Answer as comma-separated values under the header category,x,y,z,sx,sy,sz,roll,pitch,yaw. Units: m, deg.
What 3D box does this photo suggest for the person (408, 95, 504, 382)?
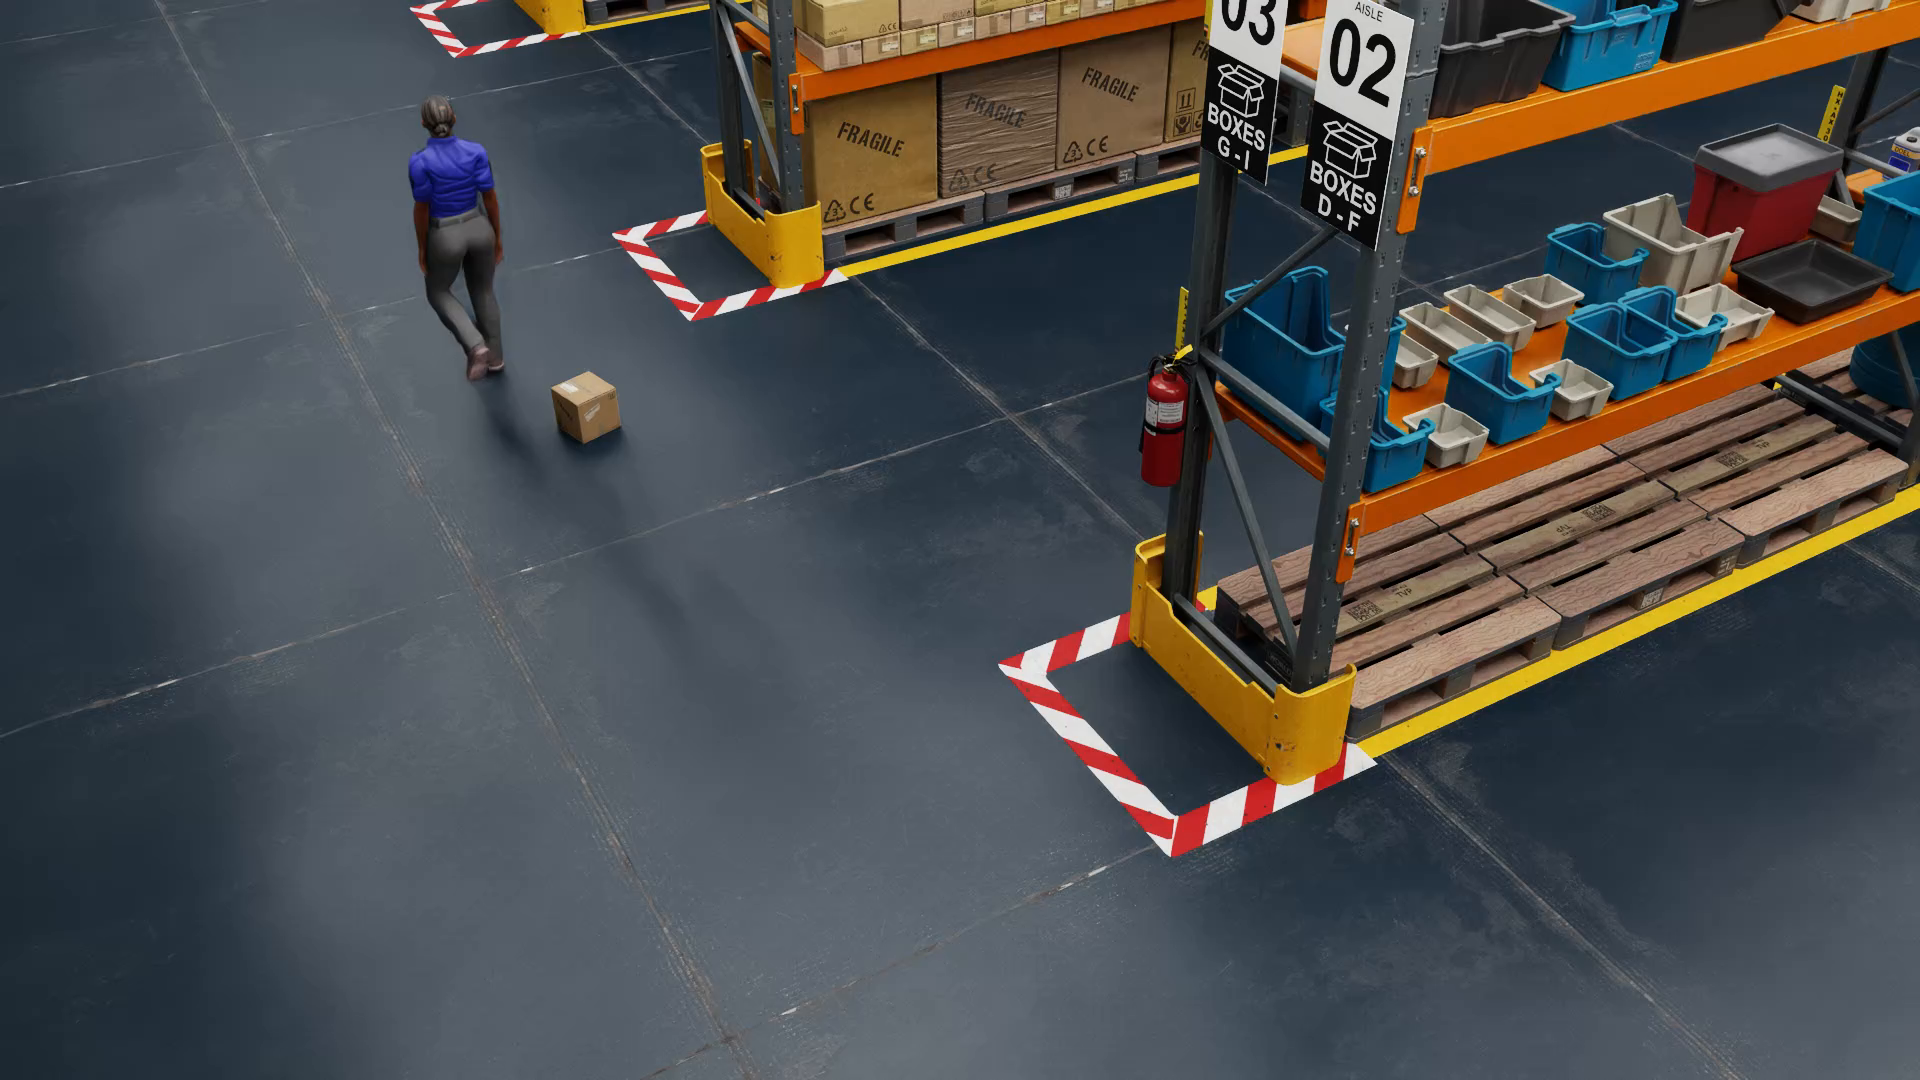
category,x,y,z,sx,sy,sz,roll,pitch,yaw
person,-2.709,-1.618,9.031,0.467,1.647,0.505,-22,42,-27
